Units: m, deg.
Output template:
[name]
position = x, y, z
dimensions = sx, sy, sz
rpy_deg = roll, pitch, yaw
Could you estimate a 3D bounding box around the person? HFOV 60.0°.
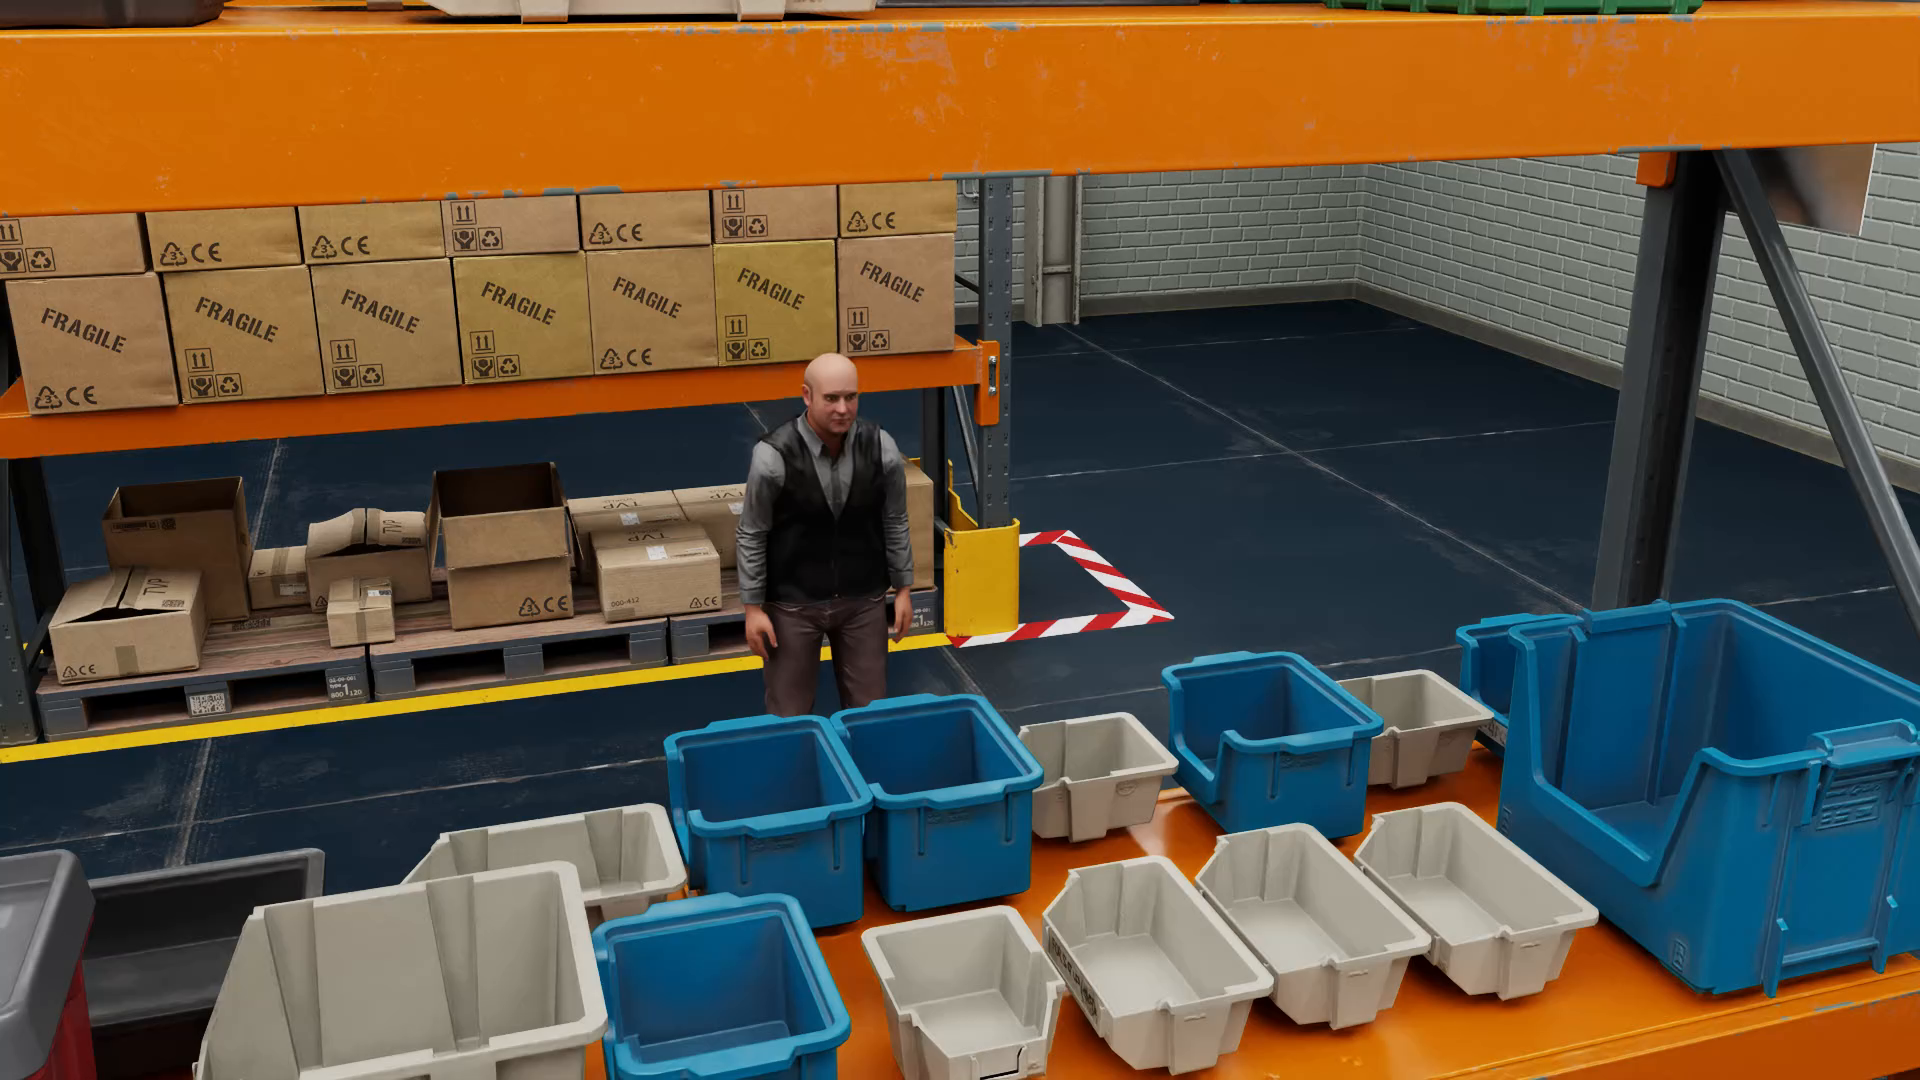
[person]
position = -0.431, 0.224, 5.454
dimensions = 0.589, 1.721, 0.463
rpy_deg = -7, 20, -19
